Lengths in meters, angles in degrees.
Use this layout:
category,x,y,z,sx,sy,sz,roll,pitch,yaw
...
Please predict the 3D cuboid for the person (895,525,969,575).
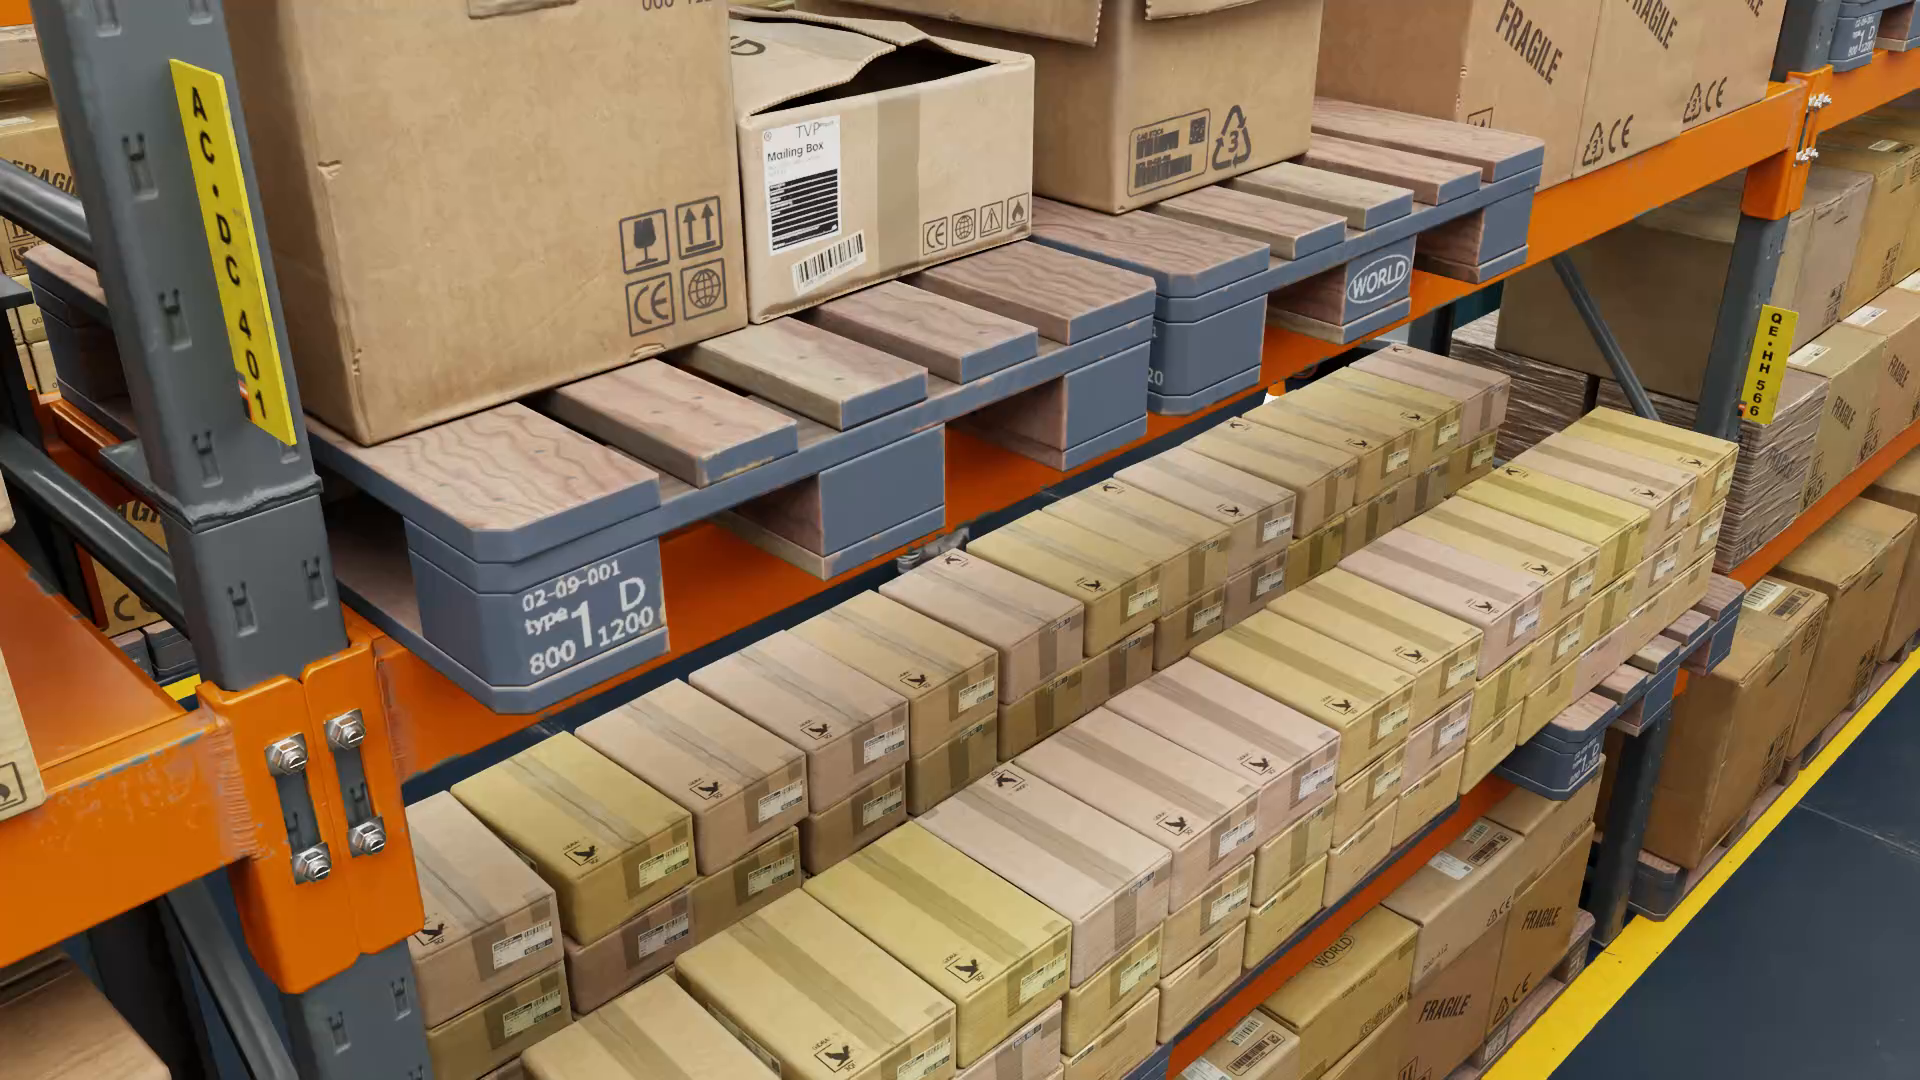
category,x,y,z,sx,sy,sz,roll,pitch,yaw
person,-0.087,-0.649,7.339,0.546,1.788,0.509,24,36,38
